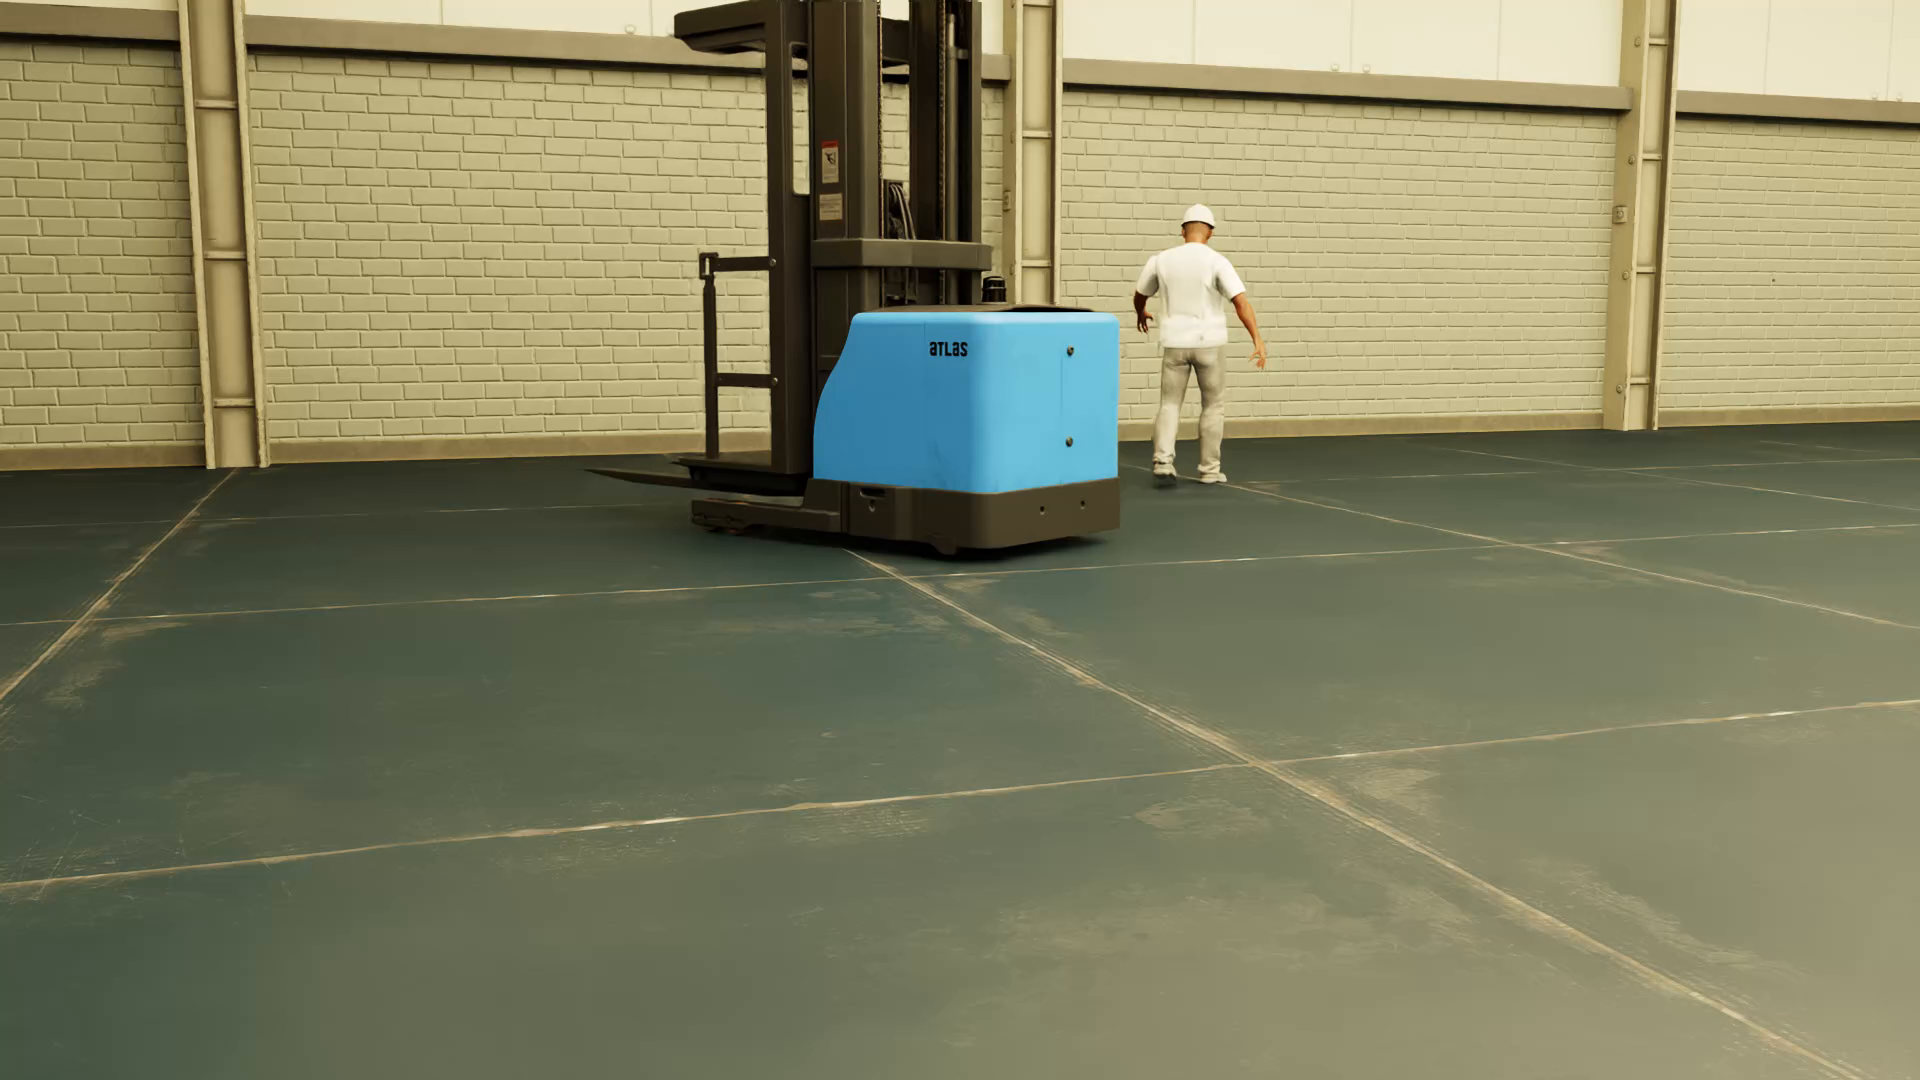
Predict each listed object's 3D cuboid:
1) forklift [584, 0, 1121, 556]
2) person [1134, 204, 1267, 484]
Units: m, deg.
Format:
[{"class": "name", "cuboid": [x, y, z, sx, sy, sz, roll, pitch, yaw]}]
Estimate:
[{"class": "forklift", "cuboid": [-0.695, -1.523, 8.244, 3.031, 2.935, 1.130, 7, 10, 40]}, {"class": "person", "cuboid": [1.487, -1.216, 10.414, 0.982, 1.745, 0.739, 4, 9, 24]}]
